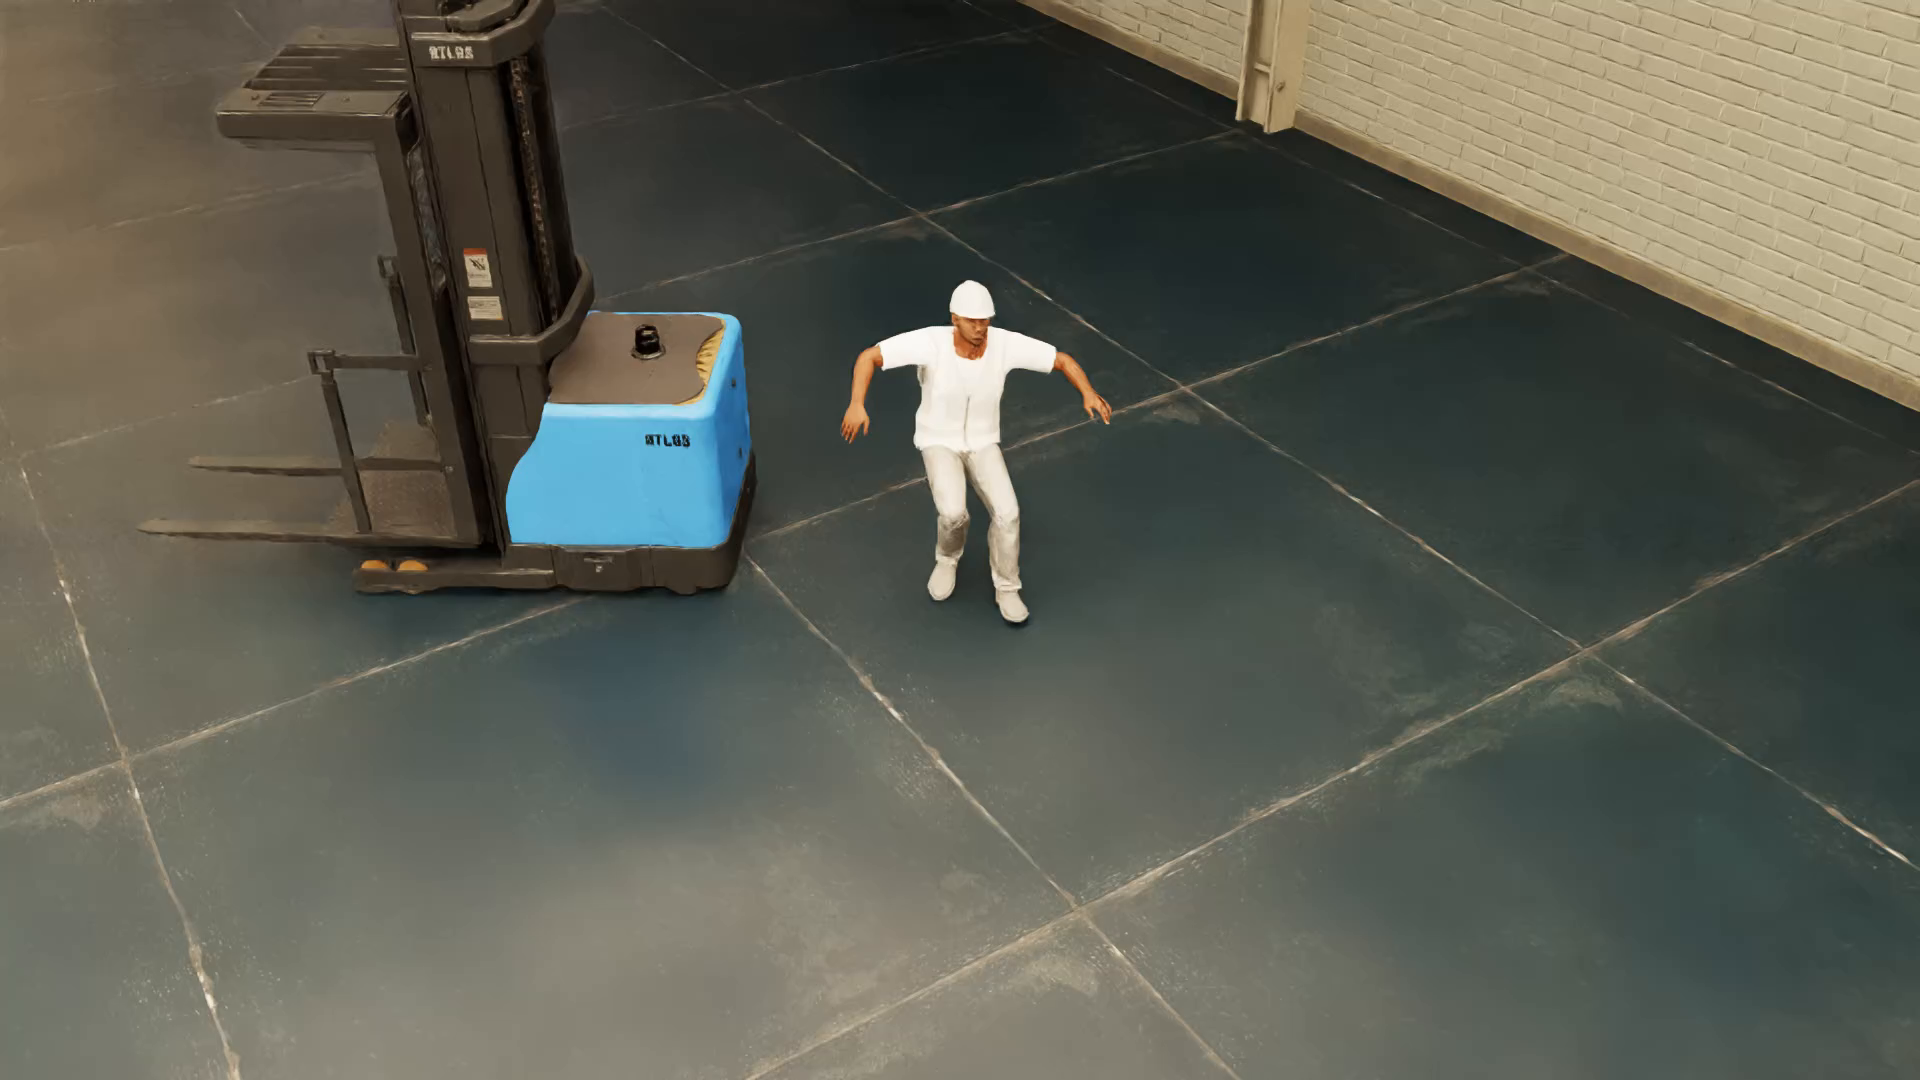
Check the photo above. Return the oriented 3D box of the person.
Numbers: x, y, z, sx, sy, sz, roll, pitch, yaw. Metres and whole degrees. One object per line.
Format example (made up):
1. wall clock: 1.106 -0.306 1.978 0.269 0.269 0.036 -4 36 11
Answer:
1. person: 0.073 -0.414 7.951 1.241 1.550 0.861 -10 36 -14

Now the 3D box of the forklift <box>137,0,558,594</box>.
1. forklift: -2.629 -1.235 7.906 3.031 2.935 1.121 1 35 2
